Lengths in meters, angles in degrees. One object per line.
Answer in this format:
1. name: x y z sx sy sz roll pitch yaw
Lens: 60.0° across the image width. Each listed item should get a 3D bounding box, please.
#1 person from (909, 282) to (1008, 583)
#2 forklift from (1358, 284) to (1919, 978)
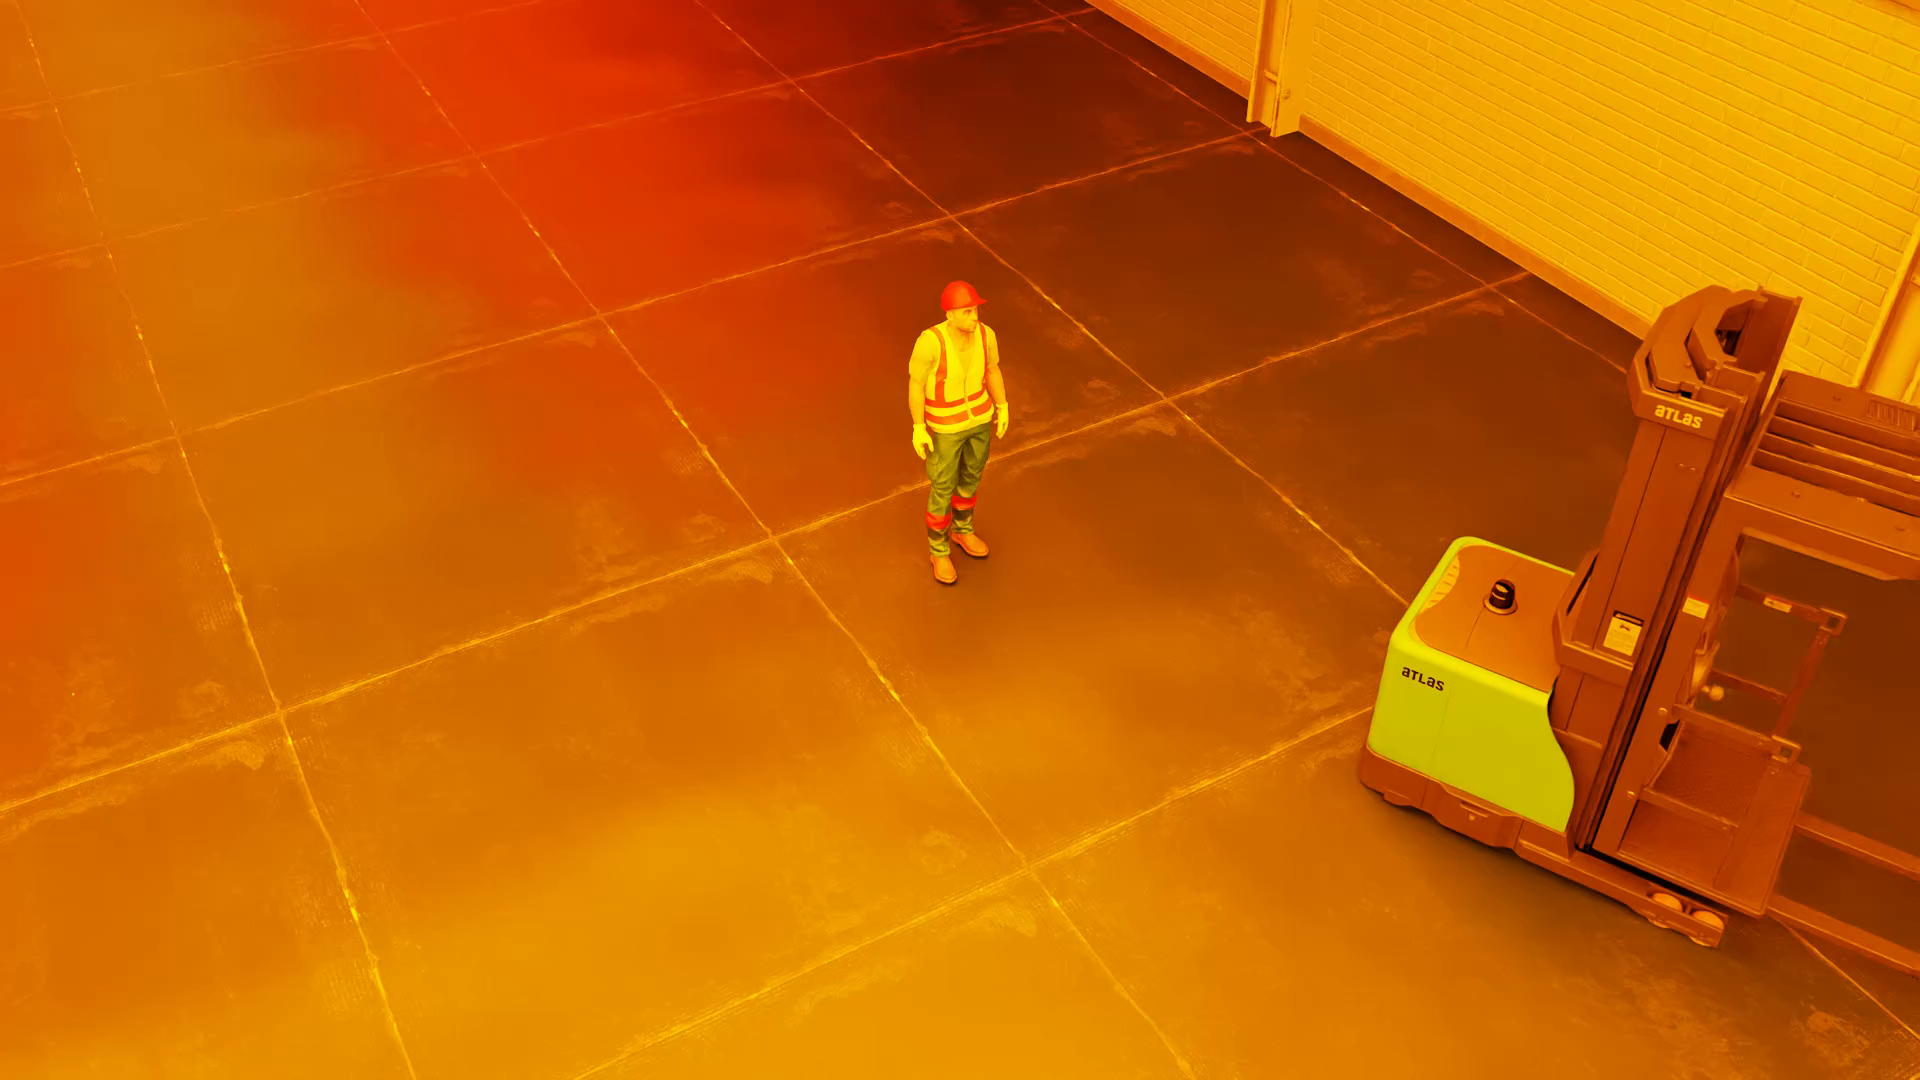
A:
1. person: 0.031 -0.646 9.698 0.638 1.789 0.562 -20 44 -23
2. forklift: 3.606 0.427 7.521 3.031 2.935 1.130 23 45 25
